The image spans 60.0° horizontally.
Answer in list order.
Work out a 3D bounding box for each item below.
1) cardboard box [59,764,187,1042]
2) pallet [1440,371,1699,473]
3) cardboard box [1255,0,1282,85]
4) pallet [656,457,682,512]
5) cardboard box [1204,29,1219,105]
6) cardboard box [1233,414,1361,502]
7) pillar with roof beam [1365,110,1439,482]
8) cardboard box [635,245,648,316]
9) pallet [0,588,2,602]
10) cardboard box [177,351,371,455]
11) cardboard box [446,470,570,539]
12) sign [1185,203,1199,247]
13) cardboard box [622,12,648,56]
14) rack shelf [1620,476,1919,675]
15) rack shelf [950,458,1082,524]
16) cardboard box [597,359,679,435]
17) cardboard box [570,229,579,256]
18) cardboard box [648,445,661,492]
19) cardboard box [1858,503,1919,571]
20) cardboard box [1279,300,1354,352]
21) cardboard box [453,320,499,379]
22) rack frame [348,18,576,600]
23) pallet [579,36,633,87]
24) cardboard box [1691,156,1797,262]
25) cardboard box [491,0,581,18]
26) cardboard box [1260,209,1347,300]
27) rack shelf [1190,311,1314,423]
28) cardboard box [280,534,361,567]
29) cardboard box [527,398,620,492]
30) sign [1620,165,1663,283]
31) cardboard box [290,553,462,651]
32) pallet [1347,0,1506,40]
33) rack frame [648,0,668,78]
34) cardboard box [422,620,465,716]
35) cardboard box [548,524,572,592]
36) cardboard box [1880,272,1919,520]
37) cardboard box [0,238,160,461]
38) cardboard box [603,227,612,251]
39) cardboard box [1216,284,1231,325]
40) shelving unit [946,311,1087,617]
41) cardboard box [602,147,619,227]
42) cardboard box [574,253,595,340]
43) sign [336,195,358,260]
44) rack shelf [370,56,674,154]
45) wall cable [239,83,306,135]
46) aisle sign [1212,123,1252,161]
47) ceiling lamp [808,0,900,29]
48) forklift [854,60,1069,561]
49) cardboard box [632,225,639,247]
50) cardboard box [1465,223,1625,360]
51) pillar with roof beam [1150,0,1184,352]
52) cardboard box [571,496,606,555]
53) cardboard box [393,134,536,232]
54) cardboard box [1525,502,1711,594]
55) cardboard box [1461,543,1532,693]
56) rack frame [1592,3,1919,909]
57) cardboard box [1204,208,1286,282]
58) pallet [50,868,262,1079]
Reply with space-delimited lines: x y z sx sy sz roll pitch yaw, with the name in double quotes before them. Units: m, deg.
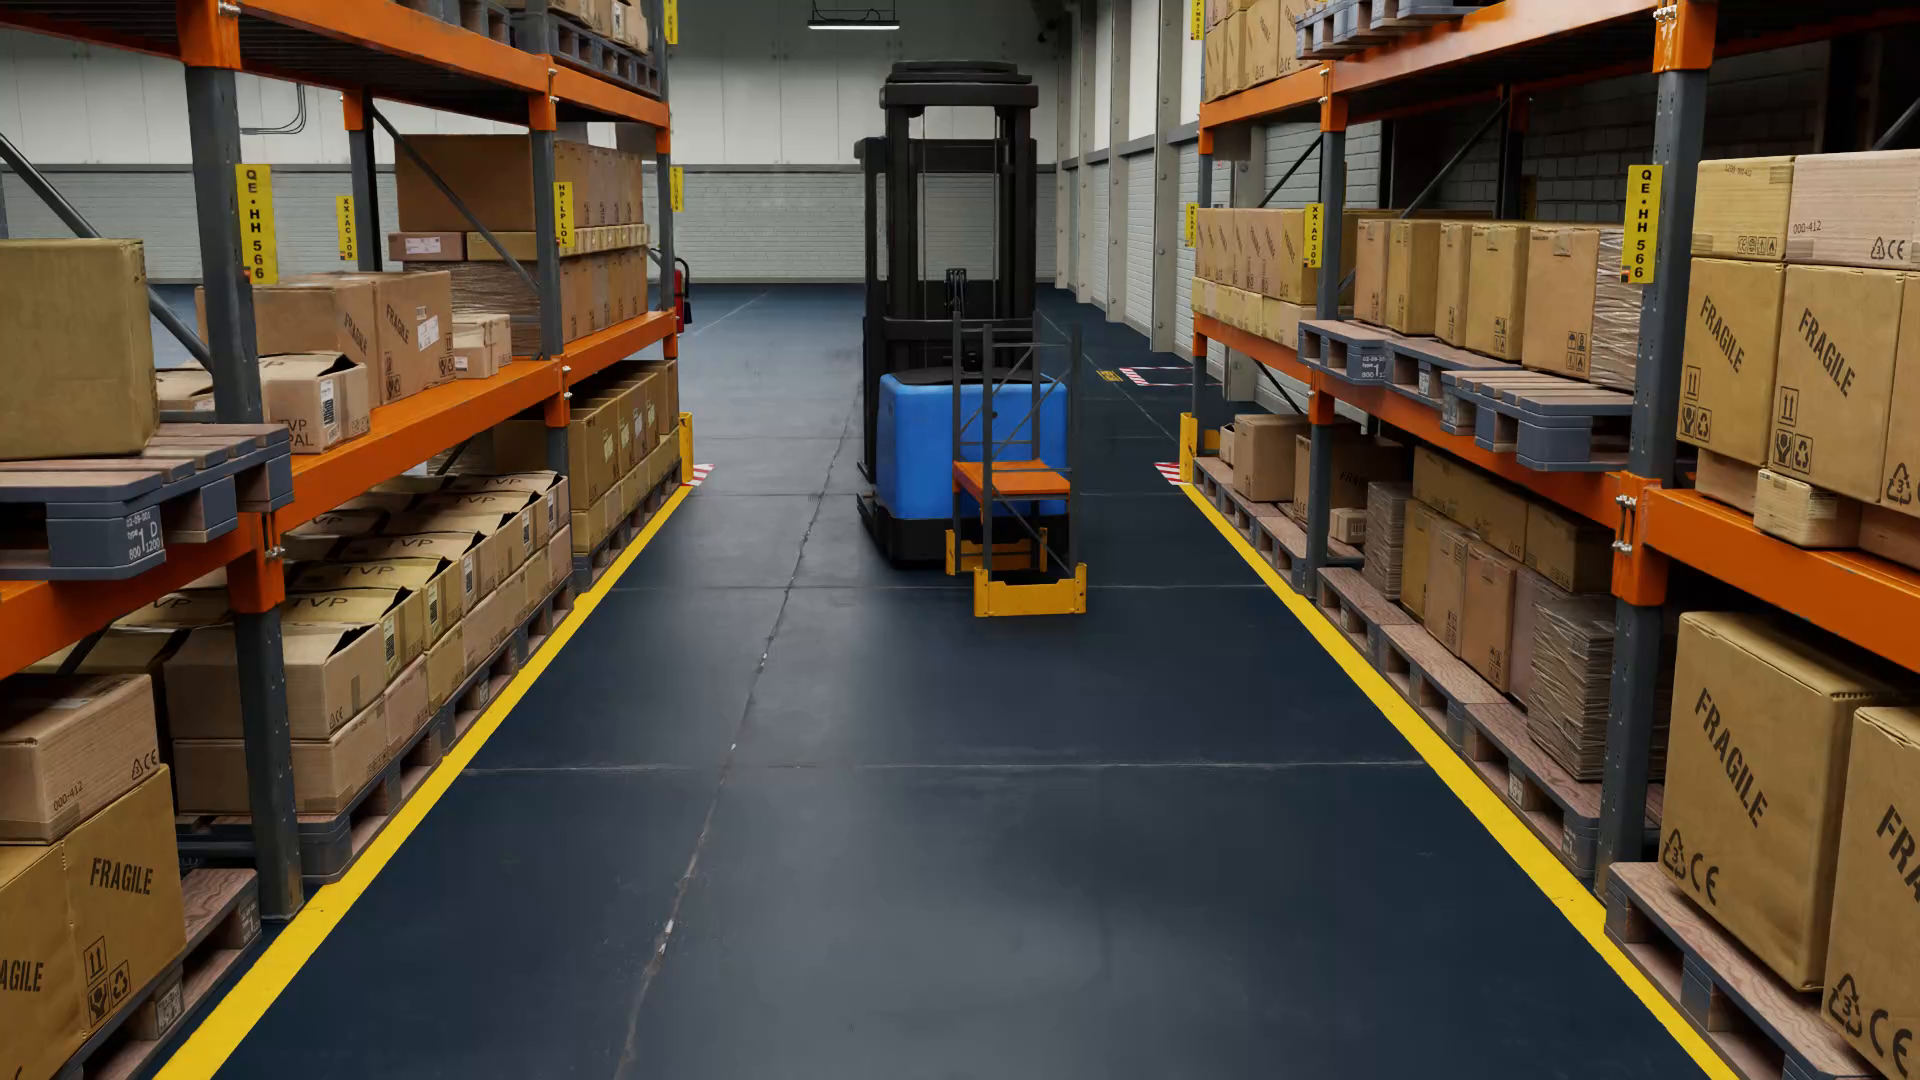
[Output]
"cardboard box" -2.239 0.854 3.988 0.500 0.500 0.500 0 11 1
"pallet" 2.338 -0.409 5.514 1.213 0.211 1.003 0 11 -1
"cardboard box" 2.072 -2.996 9.936 0.500 0.500 0.500 -1 11 -3
"pallet" -2.601 -0.413 12.062 1.003 0.211 1.213 0 11 -1
"cardboard box" 2.051 -3.414 11.994 0.500 0.500 0.500 0 11 0
"cardboard box" 2.195 -0.545 10.884 0.700 0.500 0.500 -1 12 -5
"pillar with roof beam" -1.131 -4.739 11.285 9.100 9.000 0.400 0 11 -1
"cardboard box" -2.661 -1.887 12.066 0.700 0.500 0.500 0 11 -1
"pallet" -2.448 0.140 2.808 1.003 0.211 1.213 0 11 -1
"cardboard box" -2.318 -0.476 5.584 0.500 0.311 0.500 0 11 -2
"cardboard box" -2.281 -0.190 8.399 0.500 0.311 0.500 0 11 -1
"sign" 1.752 -2.374 12.540 0.100 0.325 0.005 0 11 -1
"cardboard box" -2.371 -3.374 11.071 0.500 0.250 0.500 0 11 -1
"rack shelf" 2.501 0.388 2.911 1.077 0.370 4.000 0 11 -1
"rack shelf" 0.287 -0.277 9.056 0.538 0.185 1.000 -2 12 -9
"cardboard box" -2.350 -1.051 12.171 0.500 0.500 0.500 0 11 -1
"cardboard box" -2.407 -1.710 9.563 0.380 0.149 0.250 0 11 -2
"cardboard box" -2.317 -0.485 11.266 0.500 0.250 0.500 0 11 -1
"cardboard box" 2.281 -0.029 3.741 0.380 0.149 0.250 0 11 -2
"cardboard box" 2.064 -1.186 9.189 0.500 0.250 0.500 0 11 -1
"cardboard box" -2.374 -0.896 7.770 0.396 0.266 0.258 -1 11 -3
"rack frame" -2.576 -1.136 8.614 1.000 3.000 0.127 0 11 -1
"pallet" -2.641 -2.974 10.352 1.003 0.211 1.213 0 11 -1
"cardboard box" 2.212 -0.837 4.204 0.500 0.250 0.500 0 11 0
"cardboard box" -2.322 -3.031 8.749 0.500 0.500 0.500 1 11 4
"cardboard box" 2.042 -1.653 9.602 0.500 0.500 0.500 0 11 -1
"rack shelf" 2.336 -1.202 10.749 1.077 0.370 4.000 0 11 -1
"cardboard box" -2.783 0.120 6.874 0.500 0.311 0.500 0 11 0
"cardboard box" -2.290 -0.555 9.722 0.500 0.500 0.500 0 11 -1
"sign" 1.917 -0.886 4.671 0.100 0.325 0.005 0 11 -1
"cardboard box" -2.238 0.215 6.404 0.500 0.311 0.500 -1 11 -3
"pallet" 2.308 -2.206 6.815 1.213 0.211 1.003 0 11 -1
"rack frame" -2.658 -4.871 11.937 1.000 3.000 0.127 0 11 -1
"cardboard box" -2.238 0.492 6.447 0.500 0.250 0.500 -1 11 -3
"cardboard box" -2.277 0.087 8.445 0.500 0.250 0.500 0 11 -2
"cardboard box" 2.224 -0.266 3.277 0.500 0.500 0.500 0 11 -1
"cardboard box" -2.367 -0.471 4.028 0.700 0.500 0.500 -4 12 -20
"cardboard box" -2.426 -1.914 10.569 0.380 0.149 0.250 0 11 -2
"cardboard box" 2.016 -1.586 11.158 0.500 0.250 0.500 0 11 -2
"shelving unit" 0.288 -0.451 9.011 0.587 1.500 1.083 -2 12 -9
"cardboard box" -2.633 -2.308 10.876 0.700 0.500 0.500 0 11 -1
"cardboard box" -2.615 -1.478 10.047 0.700 0.500 0.500 0 11 0
"sign" -3.131 -1.596 8.507 0.100 0.325 0.005 0 11 -1
"rack shelf" -2.617 -2.651 10.347 1.077 0.370 4.000 0 11 -1
"wall cable" -18.187 -12.884 42.881 2.305 6.003 0.169 0 11 -1
"aisle sign" 1.993 -3.239 12.443 0.394 0.787 0.004 0 11 -1
"ceiling lamp" -2.326 -12.792 36.300 2.000 3.185 0.800 0 11 -1
"forklift" -0.099 -1.560 10.877 1.130 2.935 3.031 -2 12 -9
"cardboard box" -2.448 -2.120 11.581 0.380 0.149 0.250 0 11 -2
"cardboard box" 2.392 -0.967 6.426 0.700 0.500 0.500 0 11 -1
"pillar with roof beam" -1.379 -7.124 23.043 9.100 9.000 0.400 0 11 -1
"cardboard box" -2.282 -0.088 9.306 0.500 0.250 0.500 0 11 -1
"cardboard box" -2.591 -1.909 8.910 0.700 0.500 0.500 0 11 -1
"cardboard box" 2.443 0.024 6.193 0.500 0.250 0.500 0 11 0
"cardboard box" 2.460 0.303 6.701 0.700 0.500 0.500 0 11 -1
"rack frame" 2.460 -0.362 4.799 1.000 3.000 0.127 0 11 -1
"cardboard box" 2.004 -2.062 11.617 0.500 0.500 0.500 0 11 -1
"pallet" -2.515 1.174 4.240 1.003 0.211 1.213 0 11 -1
